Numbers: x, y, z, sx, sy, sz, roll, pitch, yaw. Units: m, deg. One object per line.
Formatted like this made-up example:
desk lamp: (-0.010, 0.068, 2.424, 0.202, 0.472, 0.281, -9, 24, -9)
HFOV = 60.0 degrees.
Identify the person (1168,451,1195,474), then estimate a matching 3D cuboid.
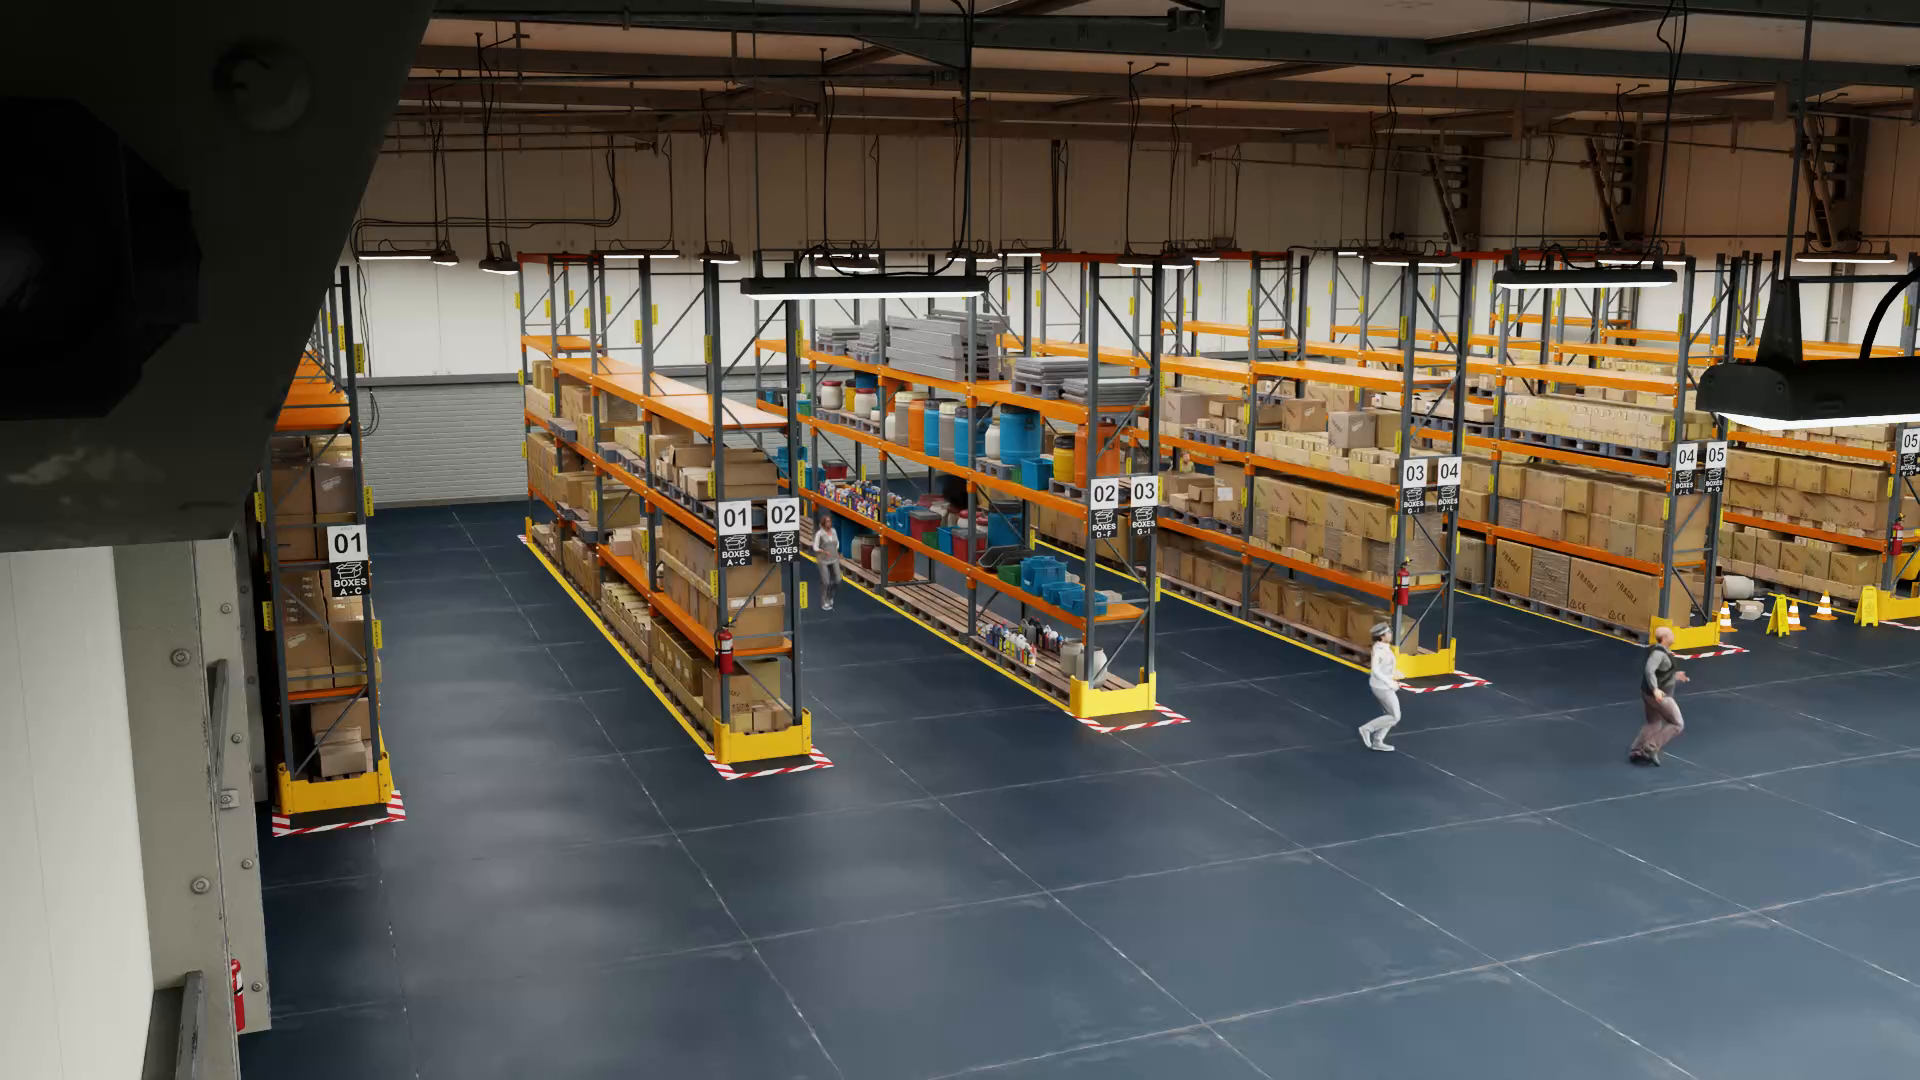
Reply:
person: (4.903, -1.167, 36.871, 0.582, 1.662, 1.093, -5, 11, -25)

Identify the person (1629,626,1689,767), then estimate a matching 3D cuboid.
person: (8.464, 1.876, 20.064, 0.656, 1.701, 0.661, 1, 10, 7)

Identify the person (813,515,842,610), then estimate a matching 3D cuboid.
person: (-2.110, 0.379, 26.993, 0.518, 1.581, 0.552, -6, 12, -31)

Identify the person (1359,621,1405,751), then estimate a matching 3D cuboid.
person: (5.231, 1.809, 20.562, 0.569, 1.648, 0.614, 1, 10, 7)
